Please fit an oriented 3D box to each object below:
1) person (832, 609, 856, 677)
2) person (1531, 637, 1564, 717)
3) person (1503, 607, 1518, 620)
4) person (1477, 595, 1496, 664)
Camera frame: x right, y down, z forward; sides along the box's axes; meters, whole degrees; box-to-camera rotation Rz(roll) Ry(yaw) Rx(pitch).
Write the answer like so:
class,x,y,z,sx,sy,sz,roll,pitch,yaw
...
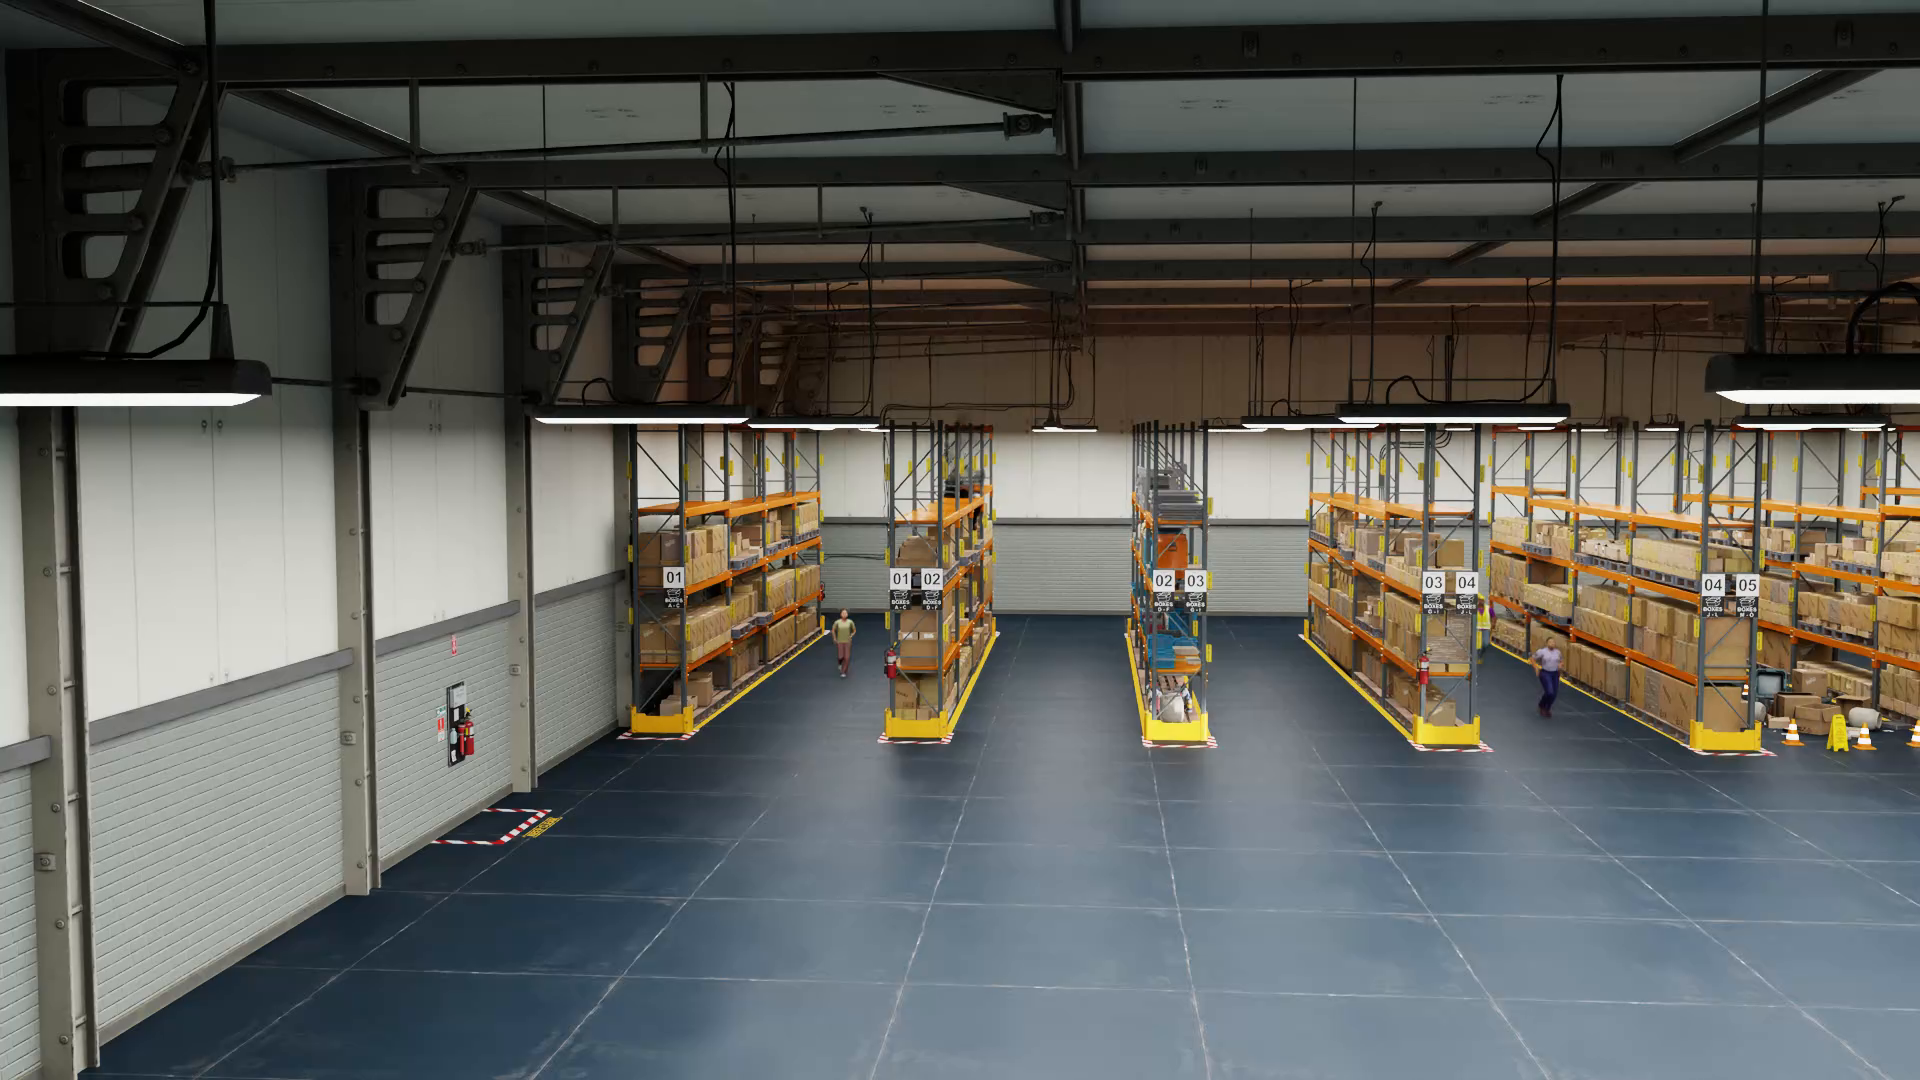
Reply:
class,x,y,z,sx,sy,sz,roll,pitch,yaw
person,-2.736,2.429,39.291,0.580,1.621,0.558,0,4,-8
person,11.954,2.772,33.683,0.586,1.621,0.625,-1,4,-10
person,15.731,1.857,47.180,0.808,1.751,0.666,0,4,-1
person,13.042,2.235,41.587,0.698,1.729,0.546,1,4,12
